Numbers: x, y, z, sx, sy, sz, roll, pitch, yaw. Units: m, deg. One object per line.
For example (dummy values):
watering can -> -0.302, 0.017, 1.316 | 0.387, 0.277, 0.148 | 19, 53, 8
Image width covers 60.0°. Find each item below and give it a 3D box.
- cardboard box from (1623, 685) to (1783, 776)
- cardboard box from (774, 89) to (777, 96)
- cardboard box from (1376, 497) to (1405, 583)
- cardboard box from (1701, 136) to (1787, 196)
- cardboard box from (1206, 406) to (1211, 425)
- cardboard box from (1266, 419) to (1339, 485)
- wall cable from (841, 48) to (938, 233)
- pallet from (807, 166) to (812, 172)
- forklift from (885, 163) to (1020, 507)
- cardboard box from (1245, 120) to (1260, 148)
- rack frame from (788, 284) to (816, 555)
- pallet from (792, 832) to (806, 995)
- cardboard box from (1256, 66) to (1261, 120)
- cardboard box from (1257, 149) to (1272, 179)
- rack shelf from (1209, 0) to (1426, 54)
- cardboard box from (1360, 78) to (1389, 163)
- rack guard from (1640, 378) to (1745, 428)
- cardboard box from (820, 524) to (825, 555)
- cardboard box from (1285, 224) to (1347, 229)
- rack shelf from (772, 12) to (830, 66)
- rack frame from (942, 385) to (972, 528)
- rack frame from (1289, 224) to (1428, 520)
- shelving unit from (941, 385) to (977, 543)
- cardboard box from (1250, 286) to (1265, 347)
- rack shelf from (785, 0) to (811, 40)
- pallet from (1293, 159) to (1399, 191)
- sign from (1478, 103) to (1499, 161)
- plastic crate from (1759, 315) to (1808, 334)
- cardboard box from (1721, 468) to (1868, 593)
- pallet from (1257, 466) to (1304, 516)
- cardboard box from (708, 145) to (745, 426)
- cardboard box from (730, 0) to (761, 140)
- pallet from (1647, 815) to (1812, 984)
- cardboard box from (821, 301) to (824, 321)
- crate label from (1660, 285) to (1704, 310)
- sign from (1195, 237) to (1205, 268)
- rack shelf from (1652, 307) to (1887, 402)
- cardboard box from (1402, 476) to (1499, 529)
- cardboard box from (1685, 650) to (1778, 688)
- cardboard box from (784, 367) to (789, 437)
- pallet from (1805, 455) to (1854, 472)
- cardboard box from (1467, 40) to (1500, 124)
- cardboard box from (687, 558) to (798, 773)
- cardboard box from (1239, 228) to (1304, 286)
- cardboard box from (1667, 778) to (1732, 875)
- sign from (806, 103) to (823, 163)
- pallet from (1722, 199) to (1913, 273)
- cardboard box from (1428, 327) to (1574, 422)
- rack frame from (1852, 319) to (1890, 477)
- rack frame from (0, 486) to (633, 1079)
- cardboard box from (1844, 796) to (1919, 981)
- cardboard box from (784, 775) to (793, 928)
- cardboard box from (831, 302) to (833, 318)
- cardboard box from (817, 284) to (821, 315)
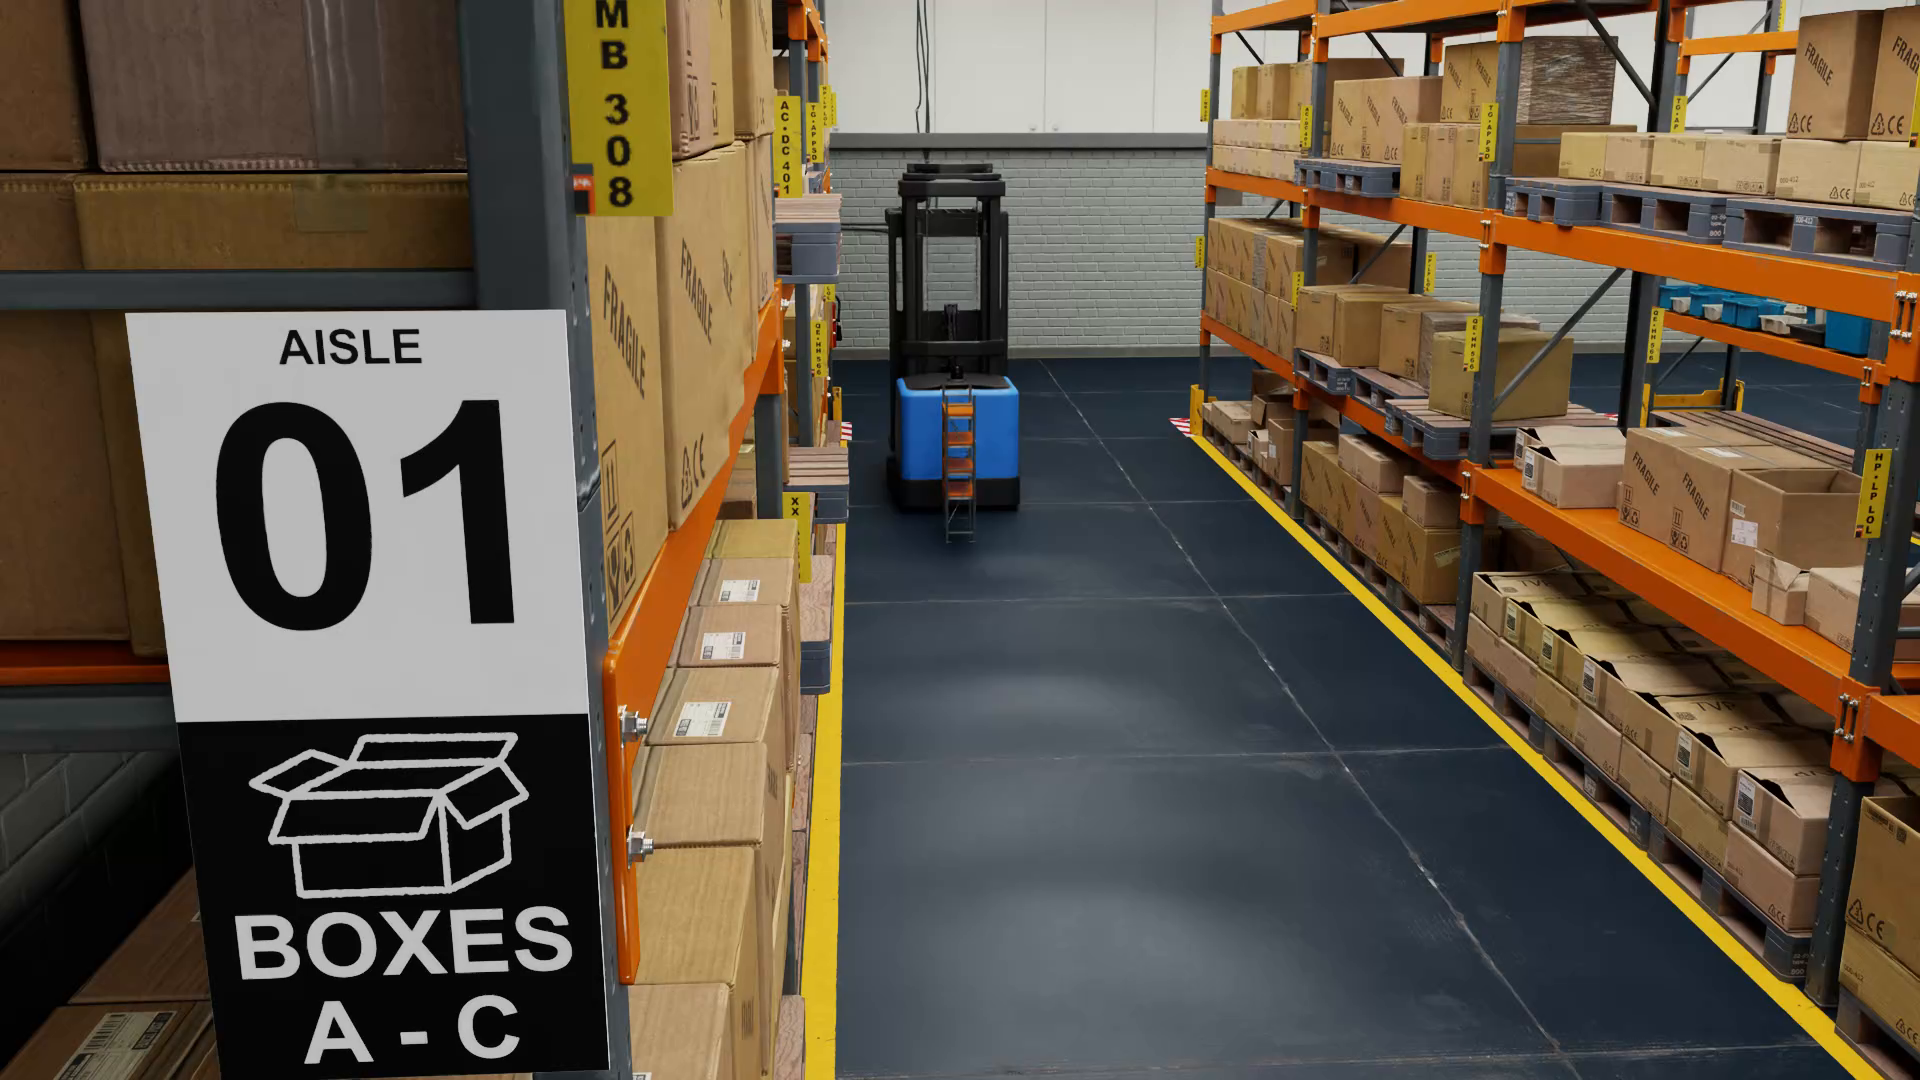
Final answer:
cardboard box -> 3.453, 0.853, 7.742 | 0.500, 0.311, 0.500 | -1, 14, -4
cardboard box -> -1.554, -2.674, 10.797 | 0.700, 0.500, 0.500 | 0, 14, -1
cardboard box -> 3.260, -0.009, 11.676 | 0.500, 0.500, 0.500 | -1, 14, -5
cardboard box -> 3.774, -1.714, 7.607 | 0.500, 0.250, 0.500 | -2, 15, -8
cardboard box -> 2.786, -1.308, 17.393 | 0.380, 0.166, 0.250 | -1, 14, -3
cardboard box -> 3.017, -0.784, 14.686 | 0.500, 0.500, 0.500 | -1, 14, -3
wall cable -> -1.850, -5.375, 22.589 | 3.097, 2.526, 0.112 | -1, 14, -3
pallet -> -1.525, -2.370, 11.078 | 1.003, 0.211, 1.213 | 0, 14, -1
forklift -> -0.126, -2.019, 15.490 | 1.130, 2.935, 3.031 | -1, 14, -5
cardboard box -> 2.948, -3.756, 15.382 | 0.500, 0.250, 0.500 | -1, 14, -3
rack frame -> -1.360, -0.572, 9.728 | 1.000, 3.000, 0.127 | -1, 14, -3
pallet -> -1.162, 1.580, 6.962 | 1.003, 0.211, 1.213 | -1, 14, -3
cardboard box -> 3.220, -4.248, 15.790 | 0.700, 0.500, 0.500 | -1, 14, -3
cardboard box -> 2.980, -3.389, 14.961 | 0.500, 0.250, 0.500 | -1, 14, -3
rack shelf -> 3.212, -4.697, 15.171 | 1.077, 0.370, 4.000 | -1, 14, -3
cardboard box -> 3.358, -3.104, 12.308 | 0.600, 0.600, 0.600 | -1, 14, -4
rack guard -> 8.018, -1.509, 18.389 | 1.175, 0.500, 0.348 | -1, 14, -3
cardboard box -> -1.323, -0.137, 11.509 | 0.750, 0.750, 0.750 | -1, 14, -4
cardboard box -> 3.459, -2.810, 16.222 | 0.500, 0.500, 0.500 | 0, 14, -2
rack shelf -> -1.732, -4.427, 14.920 | 1.077, 0.370, 4.000 | -1, 14, -3
rack frame -> -0.025, -0.683, 13.773 | 0.240, 1.200, 0.015 | -1, 14, -3
rack frame -> 3.336, -1.644, 13.895 | 1.000, 3.000, 0.127 | -1, 14, -3
shelving unit -> -0.010, -0.622, 13.537 | 0.258, 1.200, 0.503 | -1, 14, -3
cardboard box -> 2.981, -2.068, 15.345 | 0.500, 0.500, 0.500 | -1, 14, -2
rack shelf -> -1.236, -2.437, 7.187 | 1.077, 0.370, 4.000 | -1, 14, -3
pallet -> 3.306, -2.842, 12.910 | 1.213, 0.211, 1.003 | -1, 14, -3
sign -> 3.042, -2.344, 9.560 | 0.100, 0.325, 0.005 | -1, 14, -3
plastic crate -> 7.872, -2.049, 15.879 | 0.293, 0.136, 0.466 | -1, 14, -3
cardboard box -> 3.767, -0.025, 7.403 | 0.500, 0.500, 0.500 | 0, 14, 1
pallet -> 3.294, -0.464, 14.907 | 1.003, 0.211, 1.213 | -1, 14, -3
cardboard box -> -0.670, -0.443, 2.968 | 0.500, 0.500, 0.500 | 0, 14, -1
cardboard box -> -0.724, -1.186, 3.847 | 0.500, 0.500, 0.500 | -1, 14, -5
pallet -> 3.747, 1.514, 7.220 | 1.003, 0.211, 1.213 | -1, 14, -3
cardboard box -> -1.286, -1.531, 12.619 | 0.500, 0.500, 0.500 | -1, 14, -3
crate label -> 7.719, -2.596, 17.810 | 0.416, 0.233, 0.303 | -1, 14, -3
sign -> 2.546, -3.049, 17.621 | 0.100, 0.325, 0.005 | -1, 14, -3
rack shelf -> 8.156, -1.868, 16.212 | 1.077, 0.370, 4.000 | -1, 14, -3
cardboard box -> 3.284, -0.258, 11.136 | 0.500, 0.250, 0.500 | 0, 14, -1
cardboard box -> 3.958, 0.714, 8.283 | 0.500, 0.311, 0.500 | 0, 14, -2
cardboard box -> -1.321, -0.716, 9.207 | 0.700, 0.500, 0.500 | -3, 15, -10
pallet -> 8.196, -0.551, 15.245 | 1.003, 0.211, 1.213 | -1, 14, -3
cardboard box -> 3.531, -2.870, 10.433 | 0.500, 0.500, 0.500 | -1, 14, -3
cardboard box -> -0.738, 0.360, 4.864 | 0.500, 0.500, 0.500 | -1, 14, -4
cardboard box -> 2.951, -2.676, 15.700 | 0.500, 0.500, 0.500 | -1, 14, -4
cardboard box -> 3.487, 1.250, 7.325 | 0.500, 0.250, 0.500 | -1, 14, -4
sign -> -0.819, -2.283, 9.321 | 0.100, 0.325, 0.005 | -1, 14, -3
pallet -> 3.764, -1.233, 6.664 | 0.805, 0.209, 1.217 | -1, 15, -6
cardboard box -> 3.432, -1.056, 10.566 | 0.700, 0.500, 0.500 | -6, 16, -22
rack frame -> 8.280, -1.719, 14.189 | 1.000, 3.000, 0.127 | -1, 14, -3
rack frame -> -0.865, 1.418, 1.995 | 1.000, 3.000, 0.127 | -1, 14, -3
cardboard box -> 3.548, 1.231, 5.892 | 0.500, 0.500, 0.500 | -1, 14, -3
cardboard box -> -0.711, 0.848, 4.471 | 0.500, 0.250, 0.500 | -1, 14, -4
cardboard box -> -1.814, -2.580, 16.931 | 0.980, 0.700, 0.700 | 0, 14, -1
cardboard box -> -1.270, -1.765, 12.025 | 0.500, 0.250, 0.500 | -1, 14, -2
